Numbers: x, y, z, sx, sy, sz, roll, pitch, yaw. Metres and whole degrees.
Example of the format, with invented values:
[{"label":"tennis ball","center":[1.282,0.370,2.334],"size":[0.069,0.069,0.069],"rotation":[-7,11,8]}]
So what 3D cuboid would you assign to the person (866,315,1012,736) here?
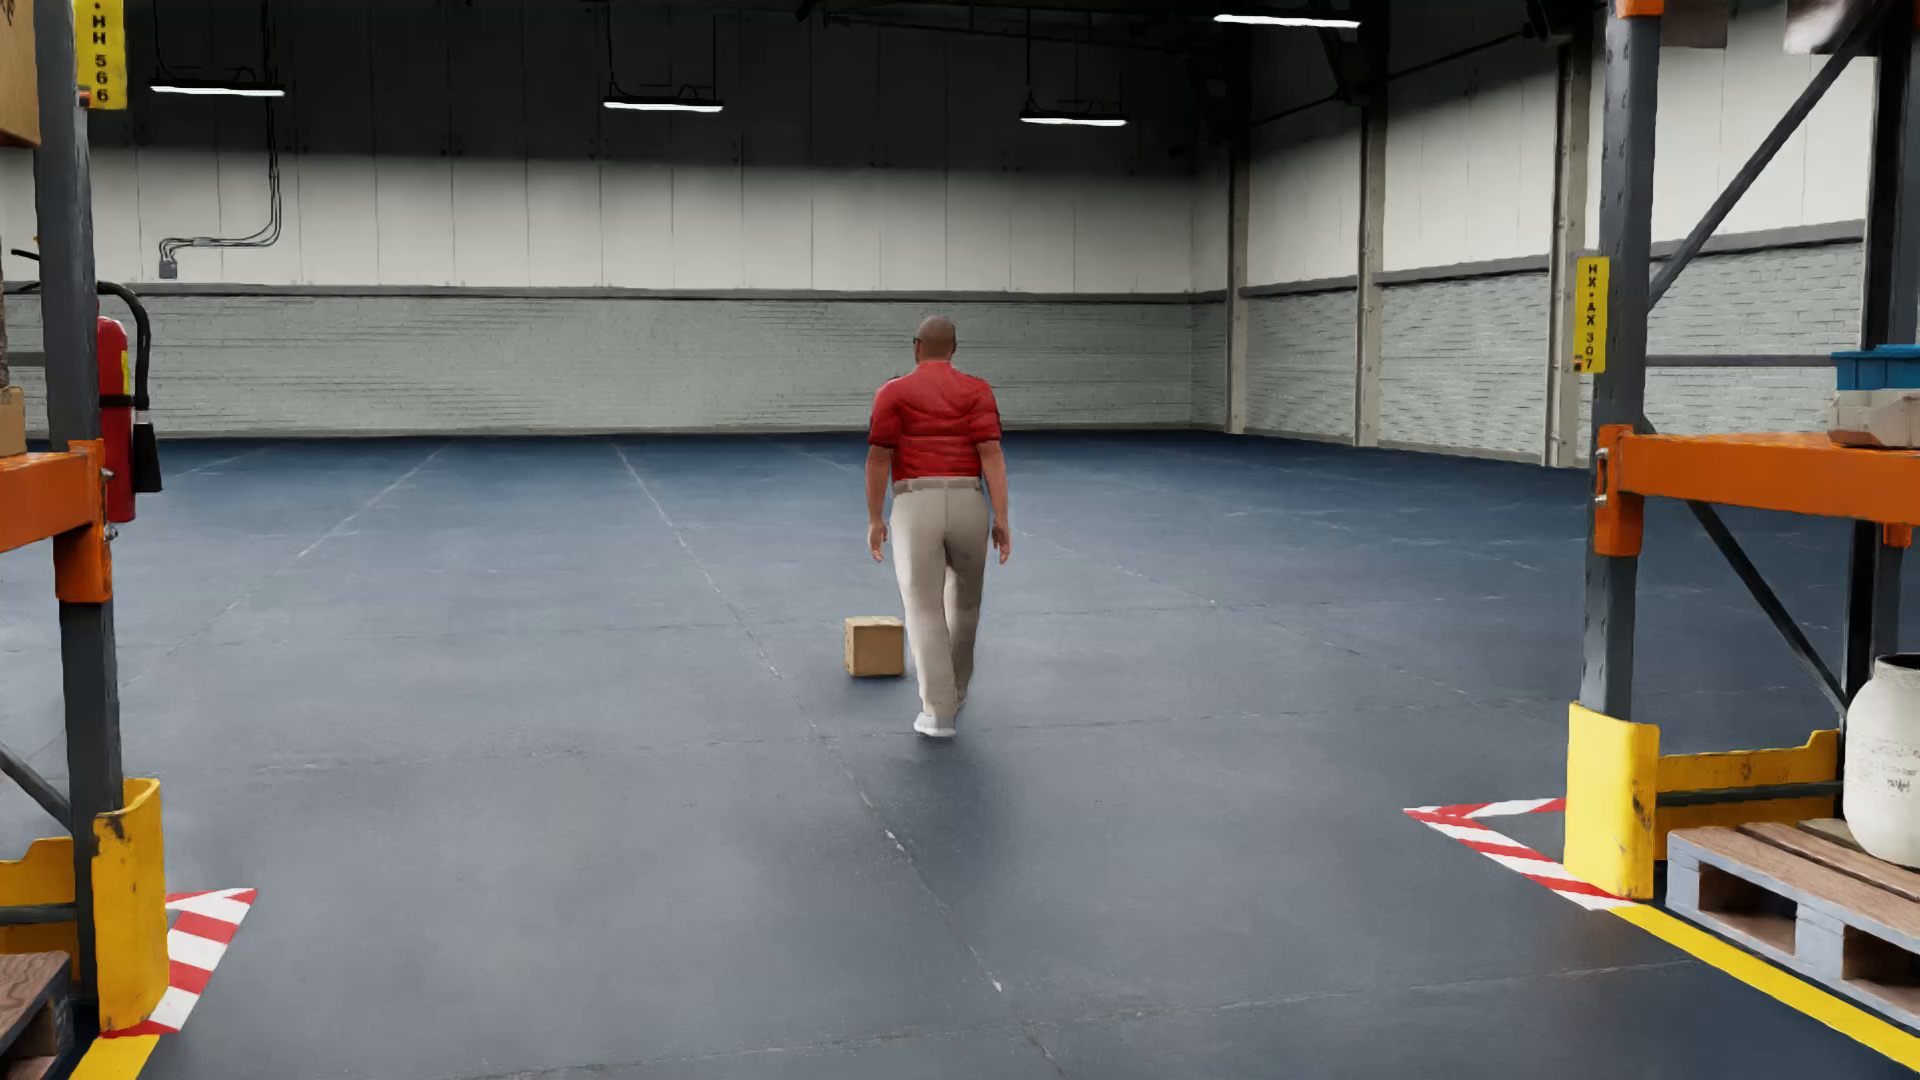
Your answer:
[{"label":"person","center":[-0.117,-0.088,6.878],"size":[0.558,1.675,0.957],"rotation":[-1,6,-13]}]
